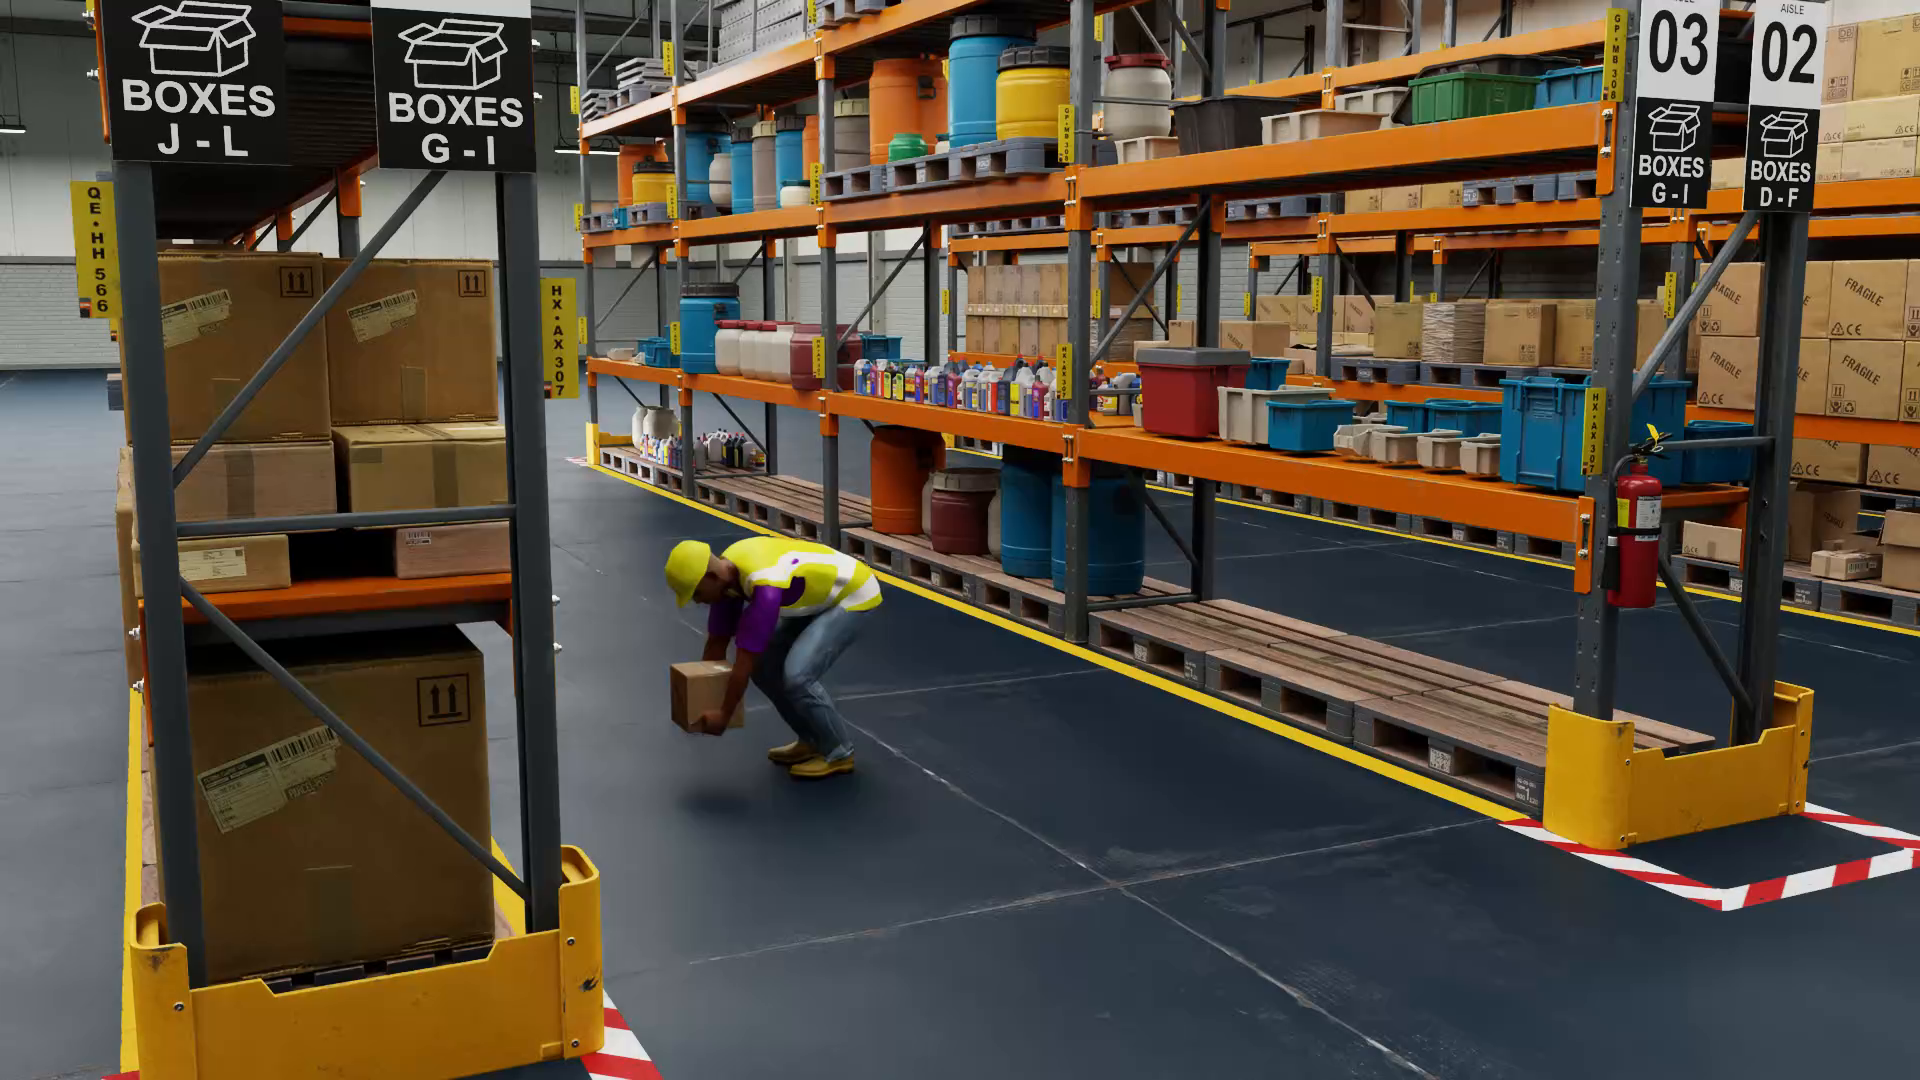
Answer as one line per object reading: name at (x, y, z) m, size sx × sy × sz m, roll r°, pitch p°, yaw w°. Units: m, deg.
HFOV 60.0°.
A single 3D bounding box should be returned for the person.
person at (-0.811, 0.470, 7.259) m, size 0.967 × 1.002 × 0.515 m, roll -5°, pitch 10°, yaw -29°
